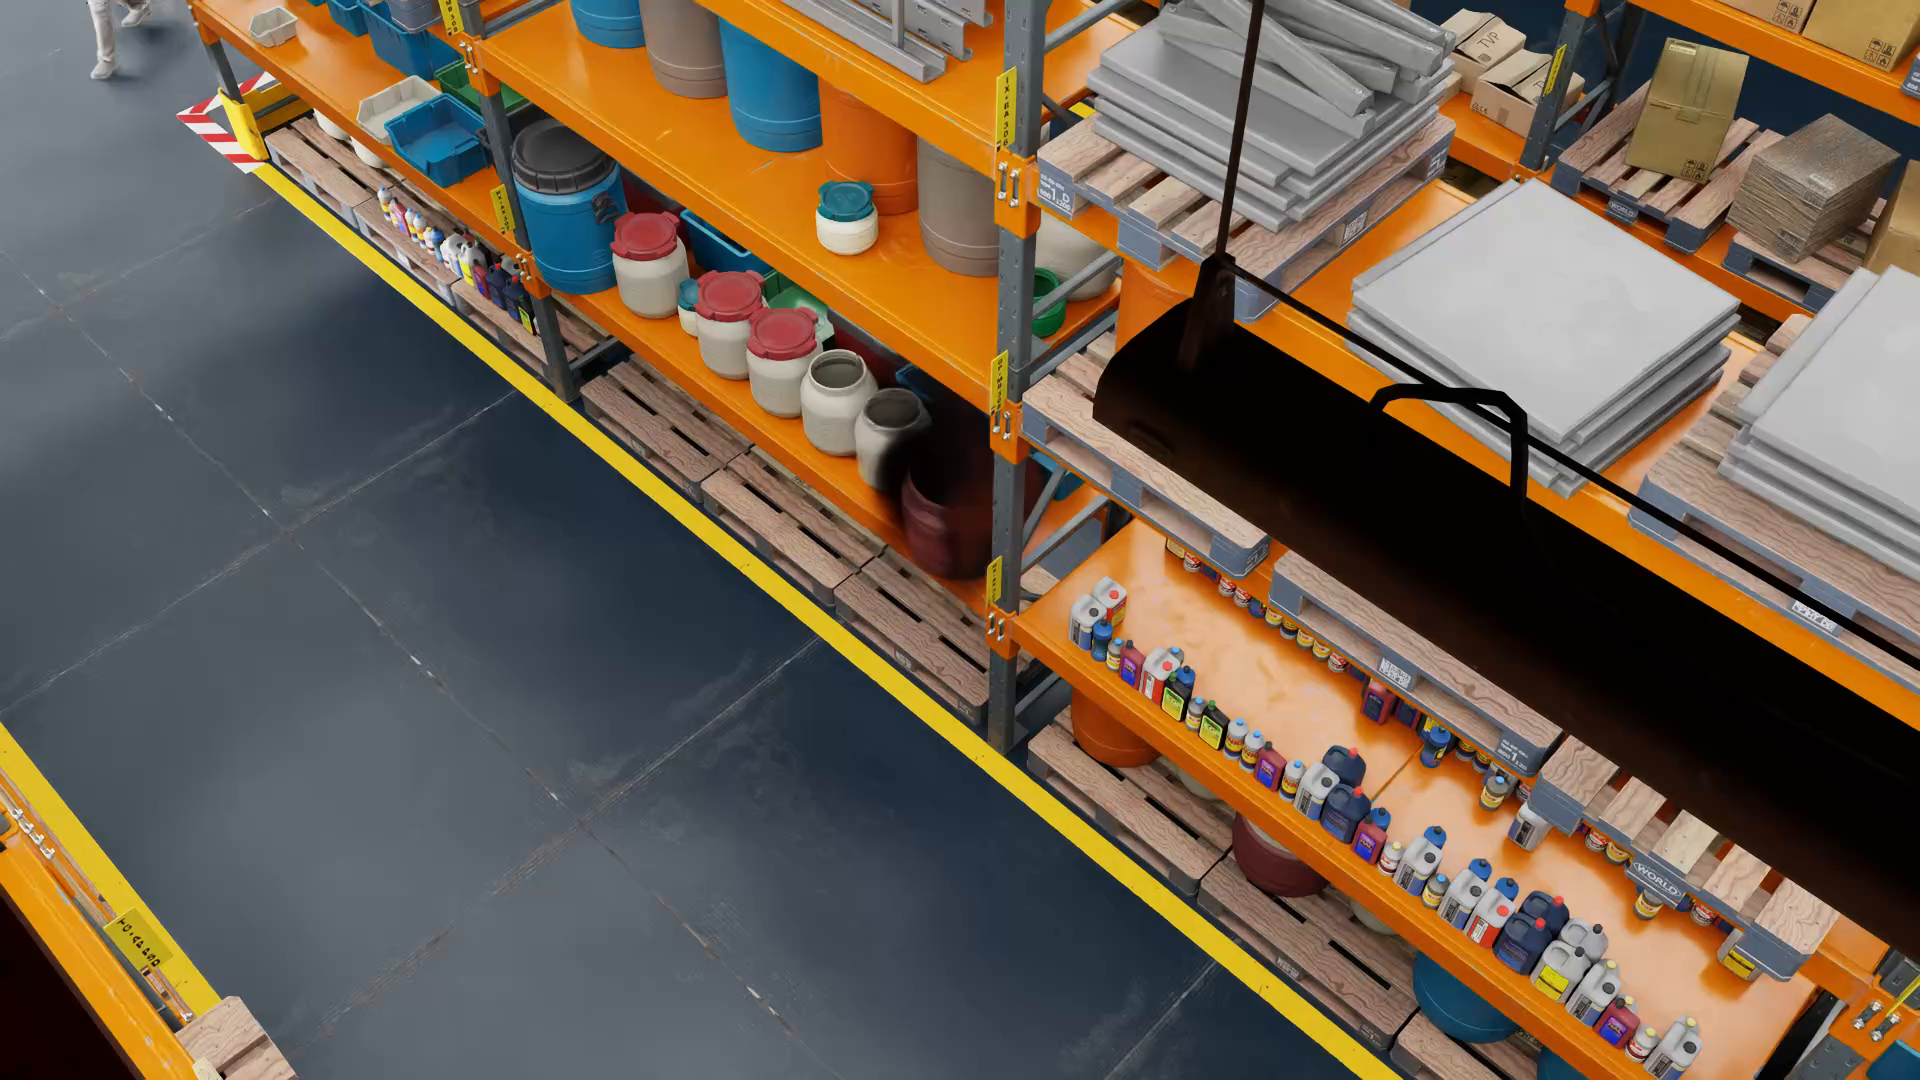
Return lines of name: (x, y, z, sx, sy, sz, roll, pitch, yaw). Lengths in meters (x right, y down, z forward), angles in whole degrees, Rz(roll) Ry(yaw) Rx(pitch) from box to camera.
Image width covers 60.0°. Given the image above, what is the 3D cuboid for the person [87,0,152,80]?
person: (-6.979, -4.624, 13.144, 0.528, 1.713, 1.042, 14, 51, 11)
